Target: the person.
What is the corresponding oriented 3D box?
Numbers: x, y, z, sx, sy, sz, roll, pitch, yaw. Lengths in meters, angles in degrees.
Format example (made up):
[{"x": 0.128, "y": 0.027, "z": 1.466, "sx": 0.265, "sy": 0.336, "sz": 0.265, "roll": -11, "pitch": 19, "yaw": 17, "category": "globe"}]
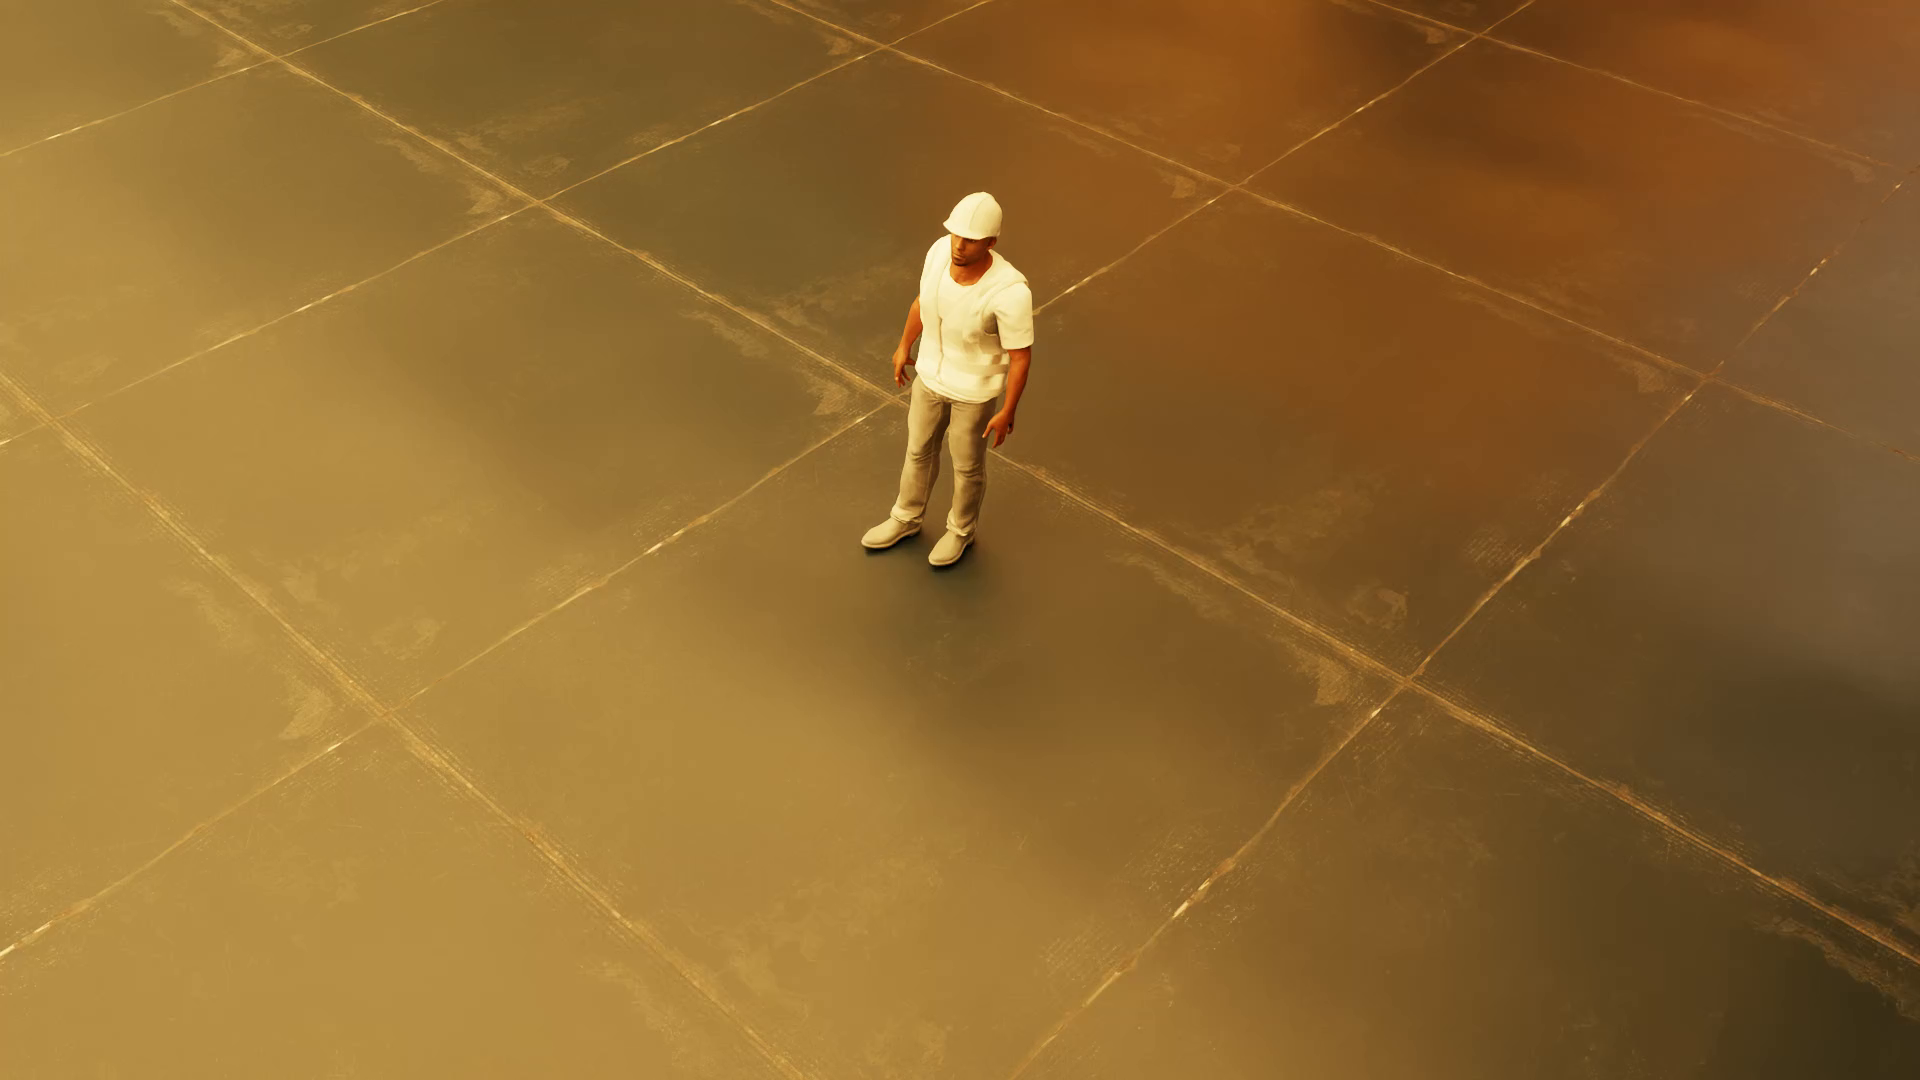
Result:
[{"x": -0.052, "y": -0.646, "z": 7.064, "sx": 0.665, "sy": 1.765, "sz": 0.577, "roll": 31, "pitch": 49, "yaw": 31, "category": "person"}]
